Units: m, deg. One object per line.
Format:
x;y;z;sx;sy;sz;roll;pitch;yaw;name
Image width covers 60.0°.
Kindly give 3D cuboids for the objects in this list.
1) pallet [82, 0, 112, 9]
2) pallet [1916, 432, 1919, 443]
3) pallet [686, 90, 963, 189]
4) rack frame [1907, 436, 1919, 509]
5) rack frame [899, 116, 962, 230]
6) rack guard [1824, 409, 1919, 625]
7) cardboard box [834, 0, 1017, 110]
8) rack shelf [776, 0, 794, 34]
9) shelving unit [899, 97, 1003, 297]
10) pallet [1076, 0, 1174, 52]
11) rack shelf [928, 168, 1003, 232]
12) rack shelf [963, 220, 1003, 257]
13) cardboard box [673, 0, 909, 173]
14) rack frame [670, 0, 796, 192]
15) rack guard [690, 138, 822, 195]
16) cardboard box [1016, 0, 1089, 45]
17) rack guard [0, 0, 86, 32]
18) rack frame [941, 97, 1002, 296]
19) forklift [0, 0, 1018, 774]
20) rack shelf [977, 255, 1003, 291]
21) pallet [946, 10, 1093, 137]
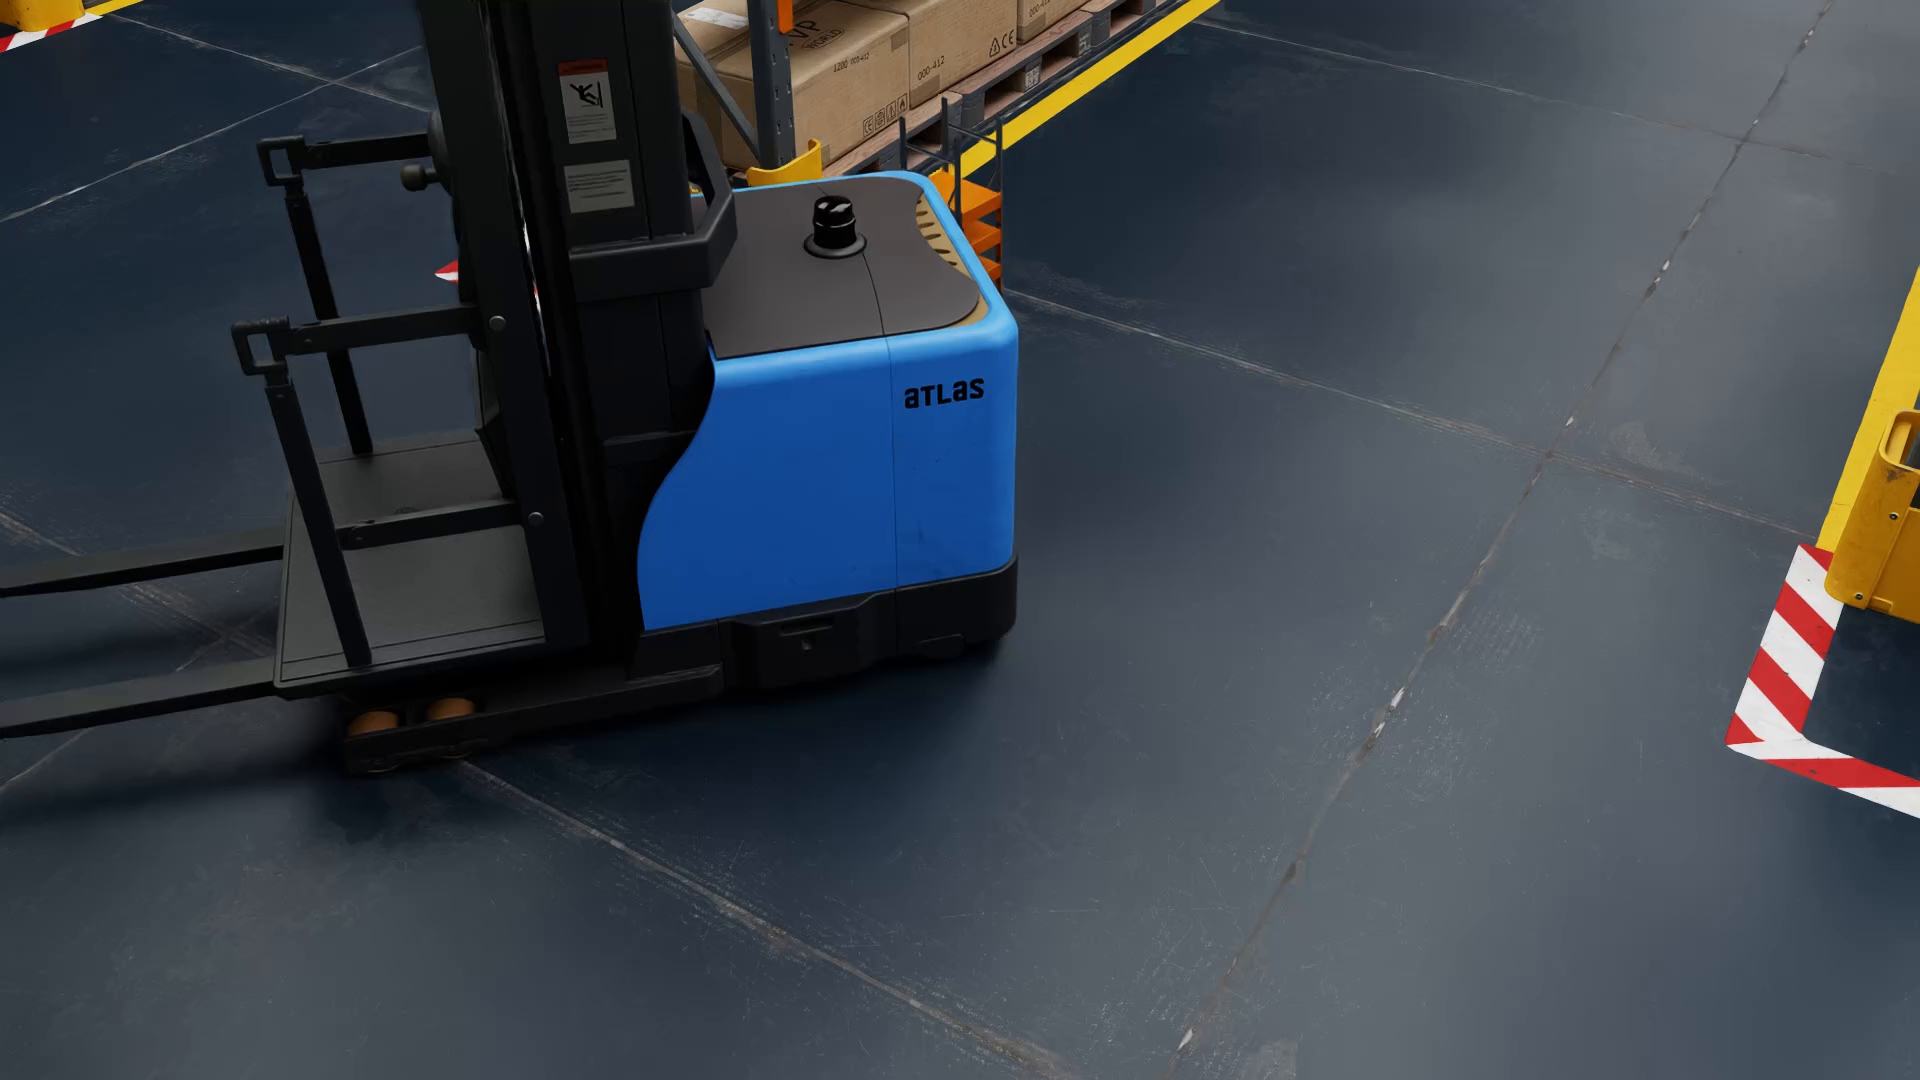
-4.812;-3.413;9.505;1.003;0.211;1.213;21;42;25;pallet
3.654;-0.220;5.363;1.003;0.211;1.213;21;42;25;pallet
-0.723;-1.779;7.384;1.003;0.211;1.213;21;42;25;pallet
3.148;-0.878;3.932;1.000;3.000;0.127;21;42;25;rack frame
-0.081;-0.731;5.216;0.240;1.200;0.006;29;47;32;rack frame
3.189;0.073;4.746;1.175;0.500;0.348;21;42;25;rack guard
-0.333;-2.444;7.718;0.875;0.438;0.875;22;43;26;cardboard box
-0.014;-3.191;7.522;1.077;0.370;4.000;21;42;25;rack shelf
-0.020;-0.774;5.269;0.258;1.200;0.189;29;47;32;shelving unit
0.584;-3.036;9.016;1.003;0.211;1.213;21;42;25;pallet
-0.024;-1.021;5.072;0.258;0.103;0.180;29;47;32;rack shelf
-0.022;-0.927;5.147;0.258;0.103;0.180;29;47;32;rack shelf
-0.816;-1.970;7.103;0.875;0.438;0.875;20;42;24;cardboard box
-1.086;-2.445;5.965;1.000;3.000;0.127;21;42;25;rack frame
-1.098;-1.443;6.712;1.175;0.500;0.348;21;42;25;rack guard
0.151;-2.909;8.321;0.875;0.438;0.875;20;42;24;cardboard box
-5.238;-3.116;8.883;1.175;0.500;0.348;21;42;25;rack guard
0.042;-0.817;5.321;0.240;1.200;0.006;29;47;32;rack frame
-1.412;-0.899;4.015;3.031;2.935;1.130;-10;39;-12;forklift
-0.021;-0.833;5.222;0.258;0.103;0.180;29;47;32;rack shelf
-0.069;-2.405;8.197;1.003;0.211;1.213;21;42;25;pallet
